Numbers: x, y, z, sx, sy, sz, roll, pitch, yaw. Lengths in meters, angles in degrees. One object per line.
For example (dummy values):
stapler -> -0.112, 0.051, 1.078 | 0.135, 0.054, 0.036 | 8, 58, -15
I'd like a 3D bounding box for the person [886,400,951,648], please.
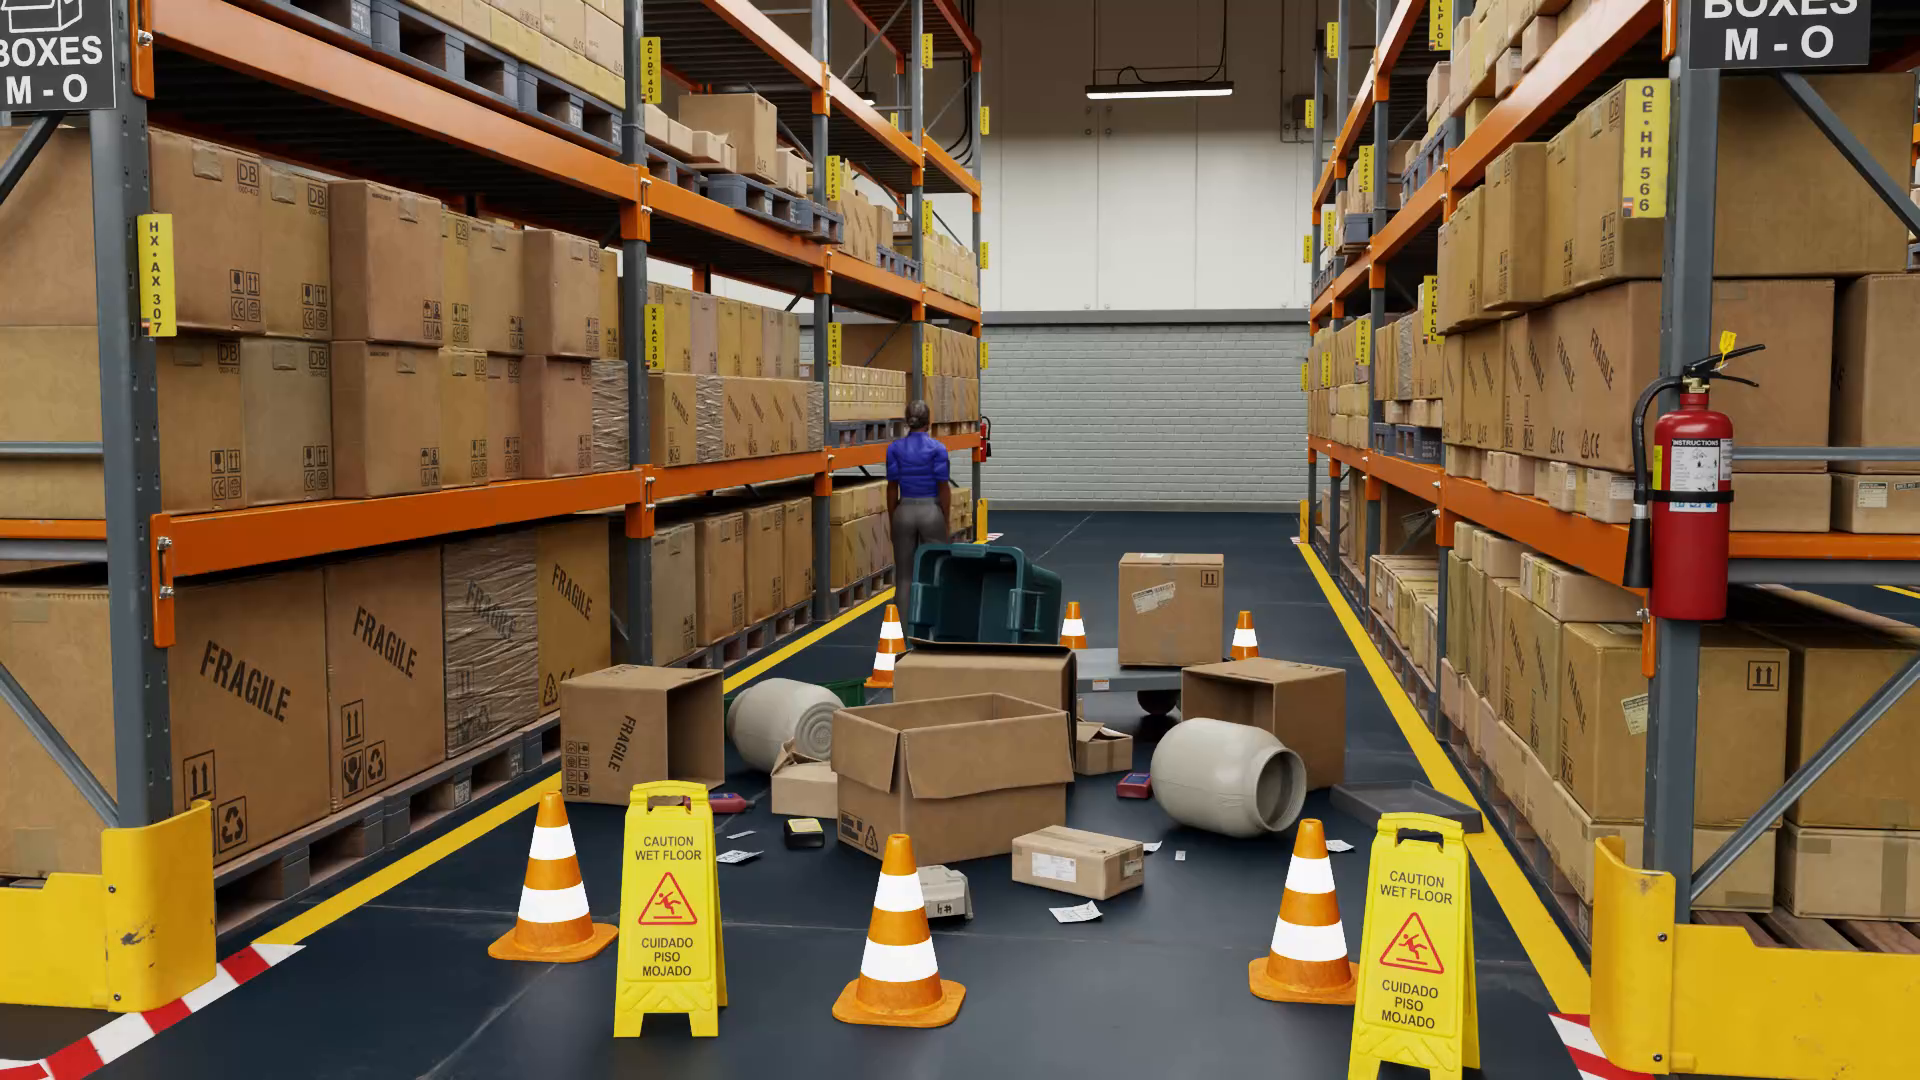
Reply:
person -> -0.271, -0.096, 10.998 | 0.442, 1.661, 0.307 | 1, 5, 9
